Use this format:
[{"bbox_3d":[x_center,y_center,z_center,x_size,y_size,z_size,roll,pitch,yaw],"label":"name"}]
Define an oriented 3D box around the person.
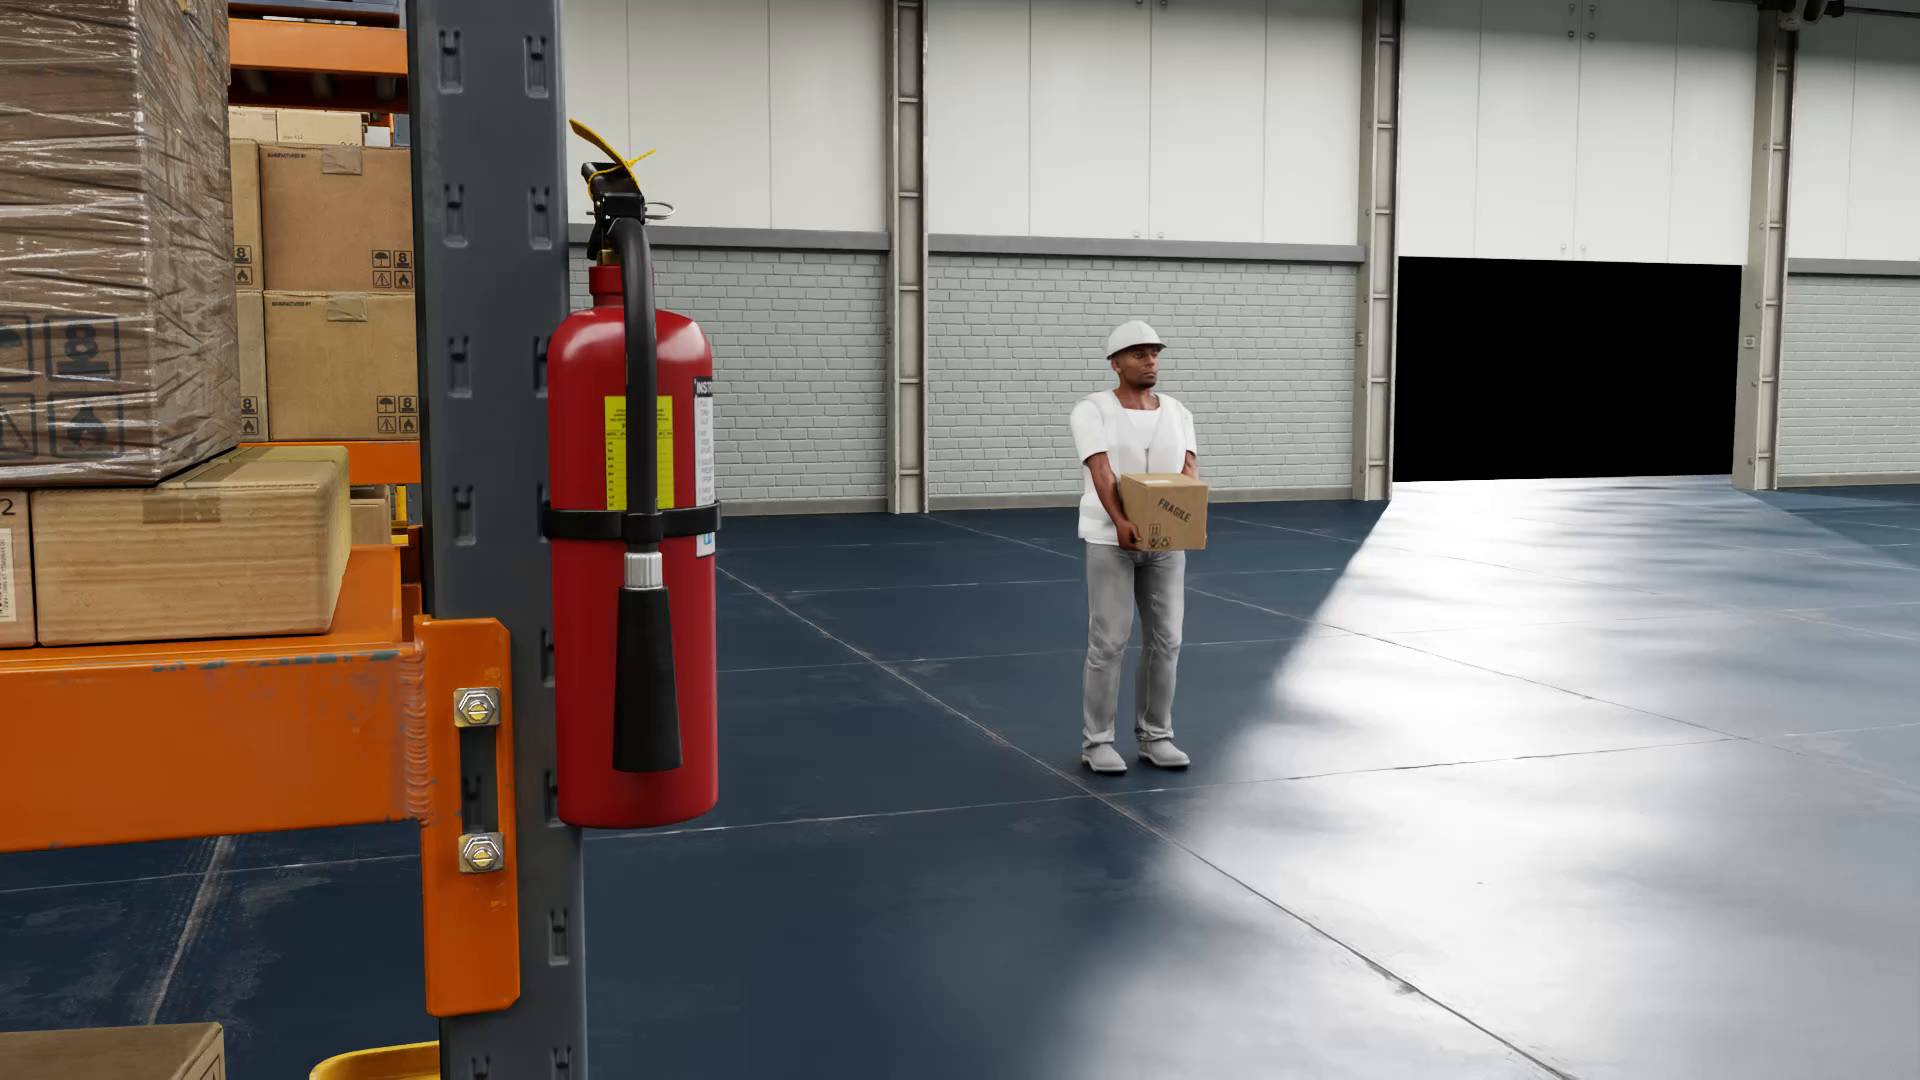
[{"bbox_3d":[0.723,0.026,6.483,0.503,1.760,0.577,-2,6,-18],"label":"person"}]
